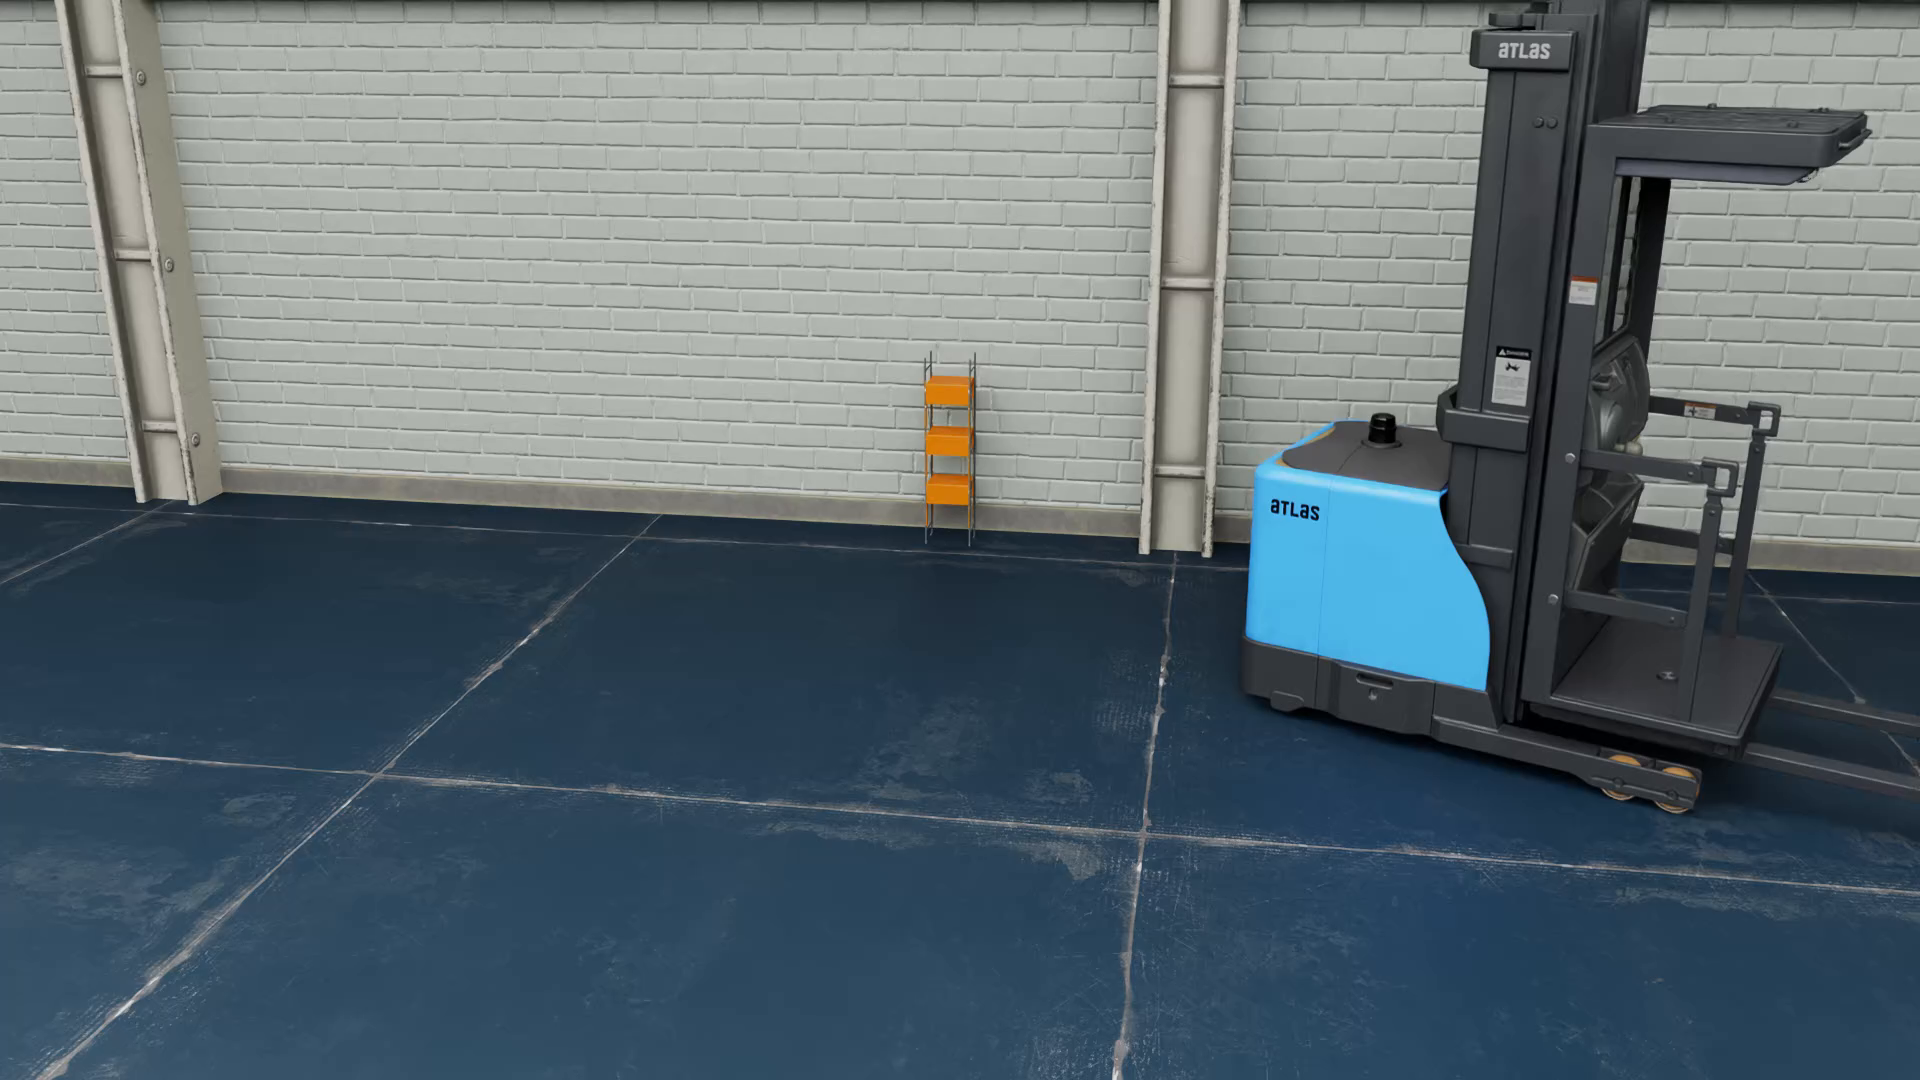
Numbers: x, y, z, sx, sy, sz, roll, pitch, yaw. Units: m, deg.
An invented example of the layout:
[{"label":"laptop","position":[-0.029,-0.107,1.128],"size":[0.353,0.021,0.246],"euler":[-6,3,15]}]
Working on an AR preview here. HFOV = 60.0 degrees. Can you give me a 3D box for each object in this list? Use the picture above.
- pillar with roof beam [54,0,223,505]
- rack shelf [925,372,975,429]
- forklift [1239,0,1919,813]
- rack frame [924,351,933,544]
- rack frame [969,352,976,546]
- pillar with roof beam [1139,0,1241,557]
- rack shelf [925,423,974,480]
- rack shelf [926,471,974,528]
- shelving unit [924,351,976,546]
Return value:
[{"label":"pillar with roof beam","position":[-5.410,-3.185,4.639],"size":[0.400,9.000,9.100],"euler":[3,19,9]},{"label":"rack shelf","position":[-0.053,-0.760,9.058],"size":[0.240,0.259,0.215],"euler":[3,19,9]},{"label":"forklift","position":[2.722,-0.558,6.351],"size":[3.031,2.935,1.130],"euler":[12,22,31]},{"label":"rack frame","position":[-0.173,-0.507,9.163],"size":[0.008,1.050,0.200],"euler":[3,19,9]},{"label":"rack frame","position":[0.068,-0.494,9.126],"size":[0.008,1.050,0.200],"euler":[3,19,9]},{"label":"pillar with roof beam","position":[0.514,-2.883,3.737],"size":[0.400,9.000,9.100],"euler":[3,19,9]},{"label":"rack shelf","position":[-0.053,-0.491,9.148],"size":[0.240,0.259,0.215],"euler":[3,19,9]},{"label":"rack shelf","position":[-0.053,-0.227,9.236],"size":[0.240,0.259,0.215],"euler":[3,19,9]},{"label":"shelving unit","position":[-0.053,-0.501,9.145],"size":[0.252,1.050,0.215],"euler":[3,19,9]}]
